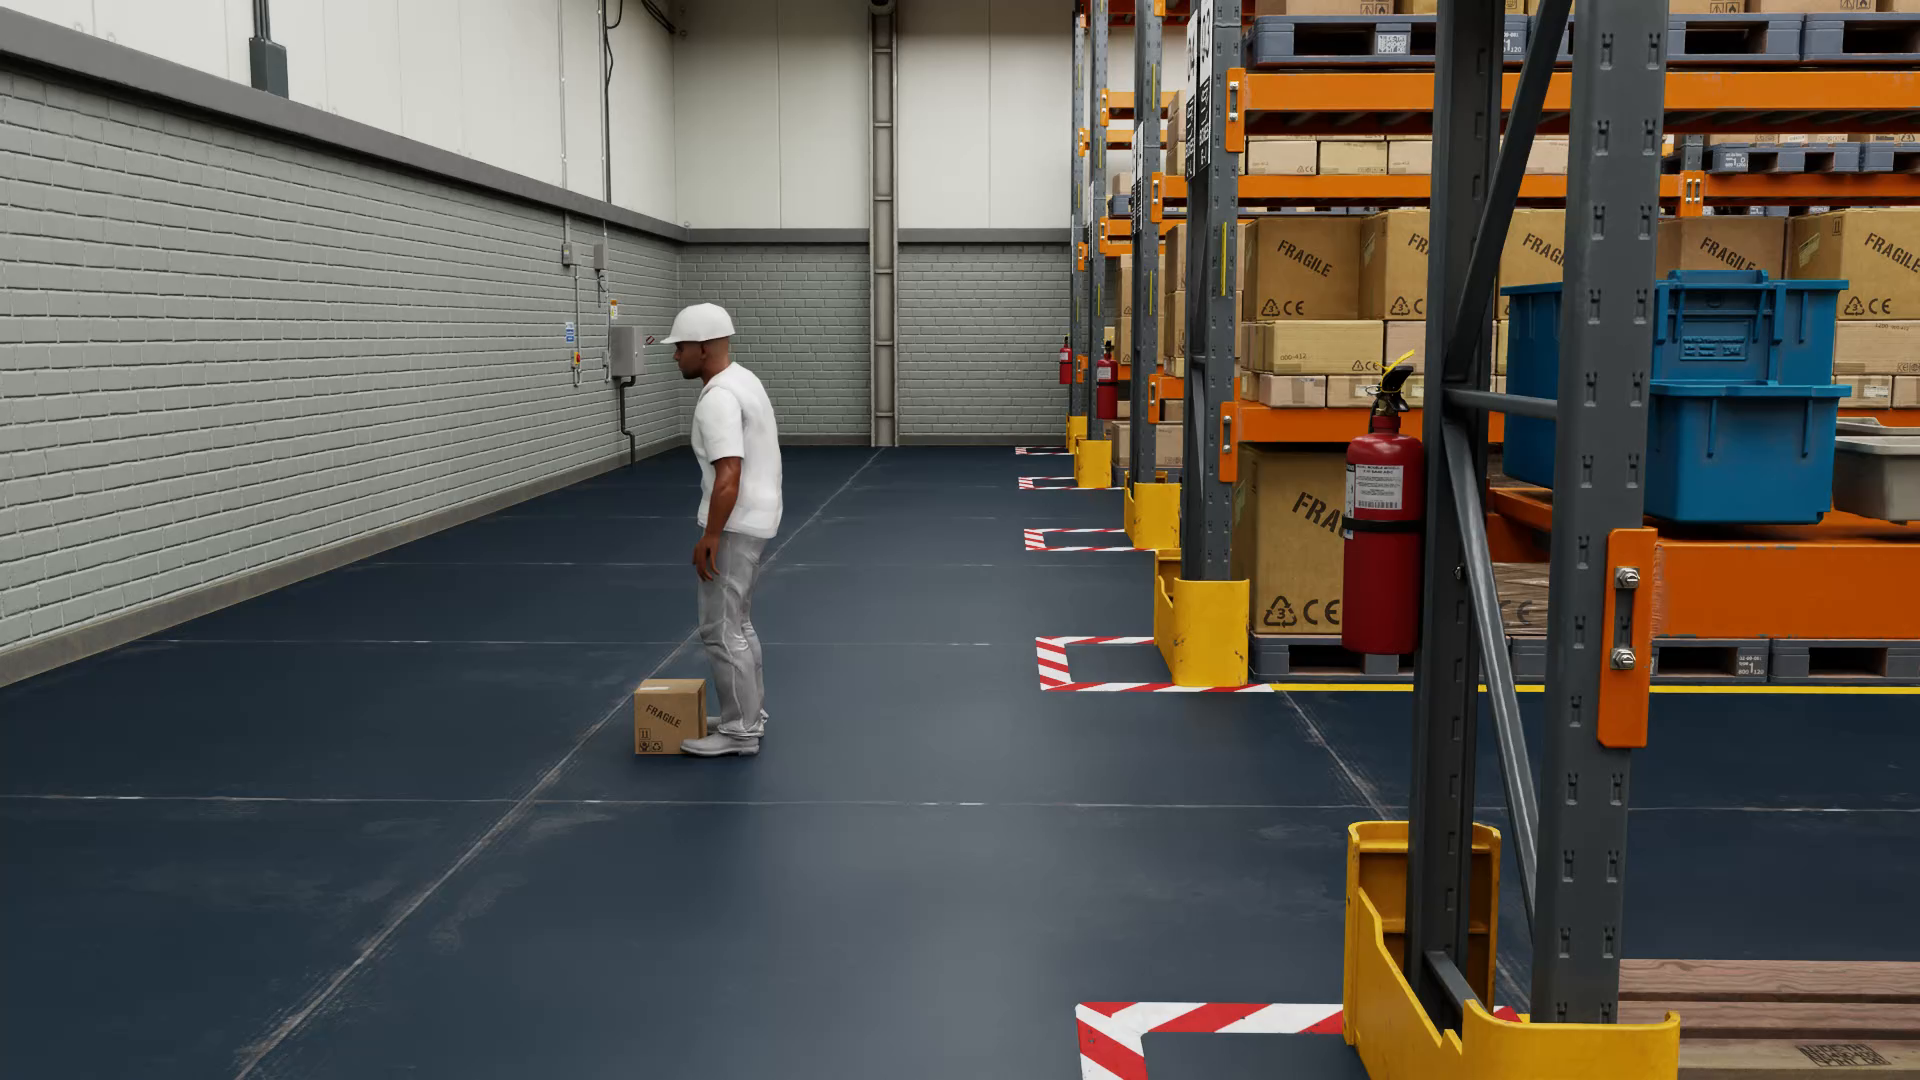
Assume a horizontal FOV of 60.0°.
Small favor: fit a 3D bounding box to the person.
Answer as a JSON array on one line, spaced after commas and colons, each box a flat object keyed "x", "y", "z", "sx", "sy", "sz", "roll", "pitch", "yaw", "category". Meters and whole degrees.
[{"x": -0.931, "y": -0.046, "z": 6.555, "sx": 0.461, "sy": 1.761, "sz": 0.628, "roll": 0, "pitch": 7, "yaw": 1, "category": "person"}]
